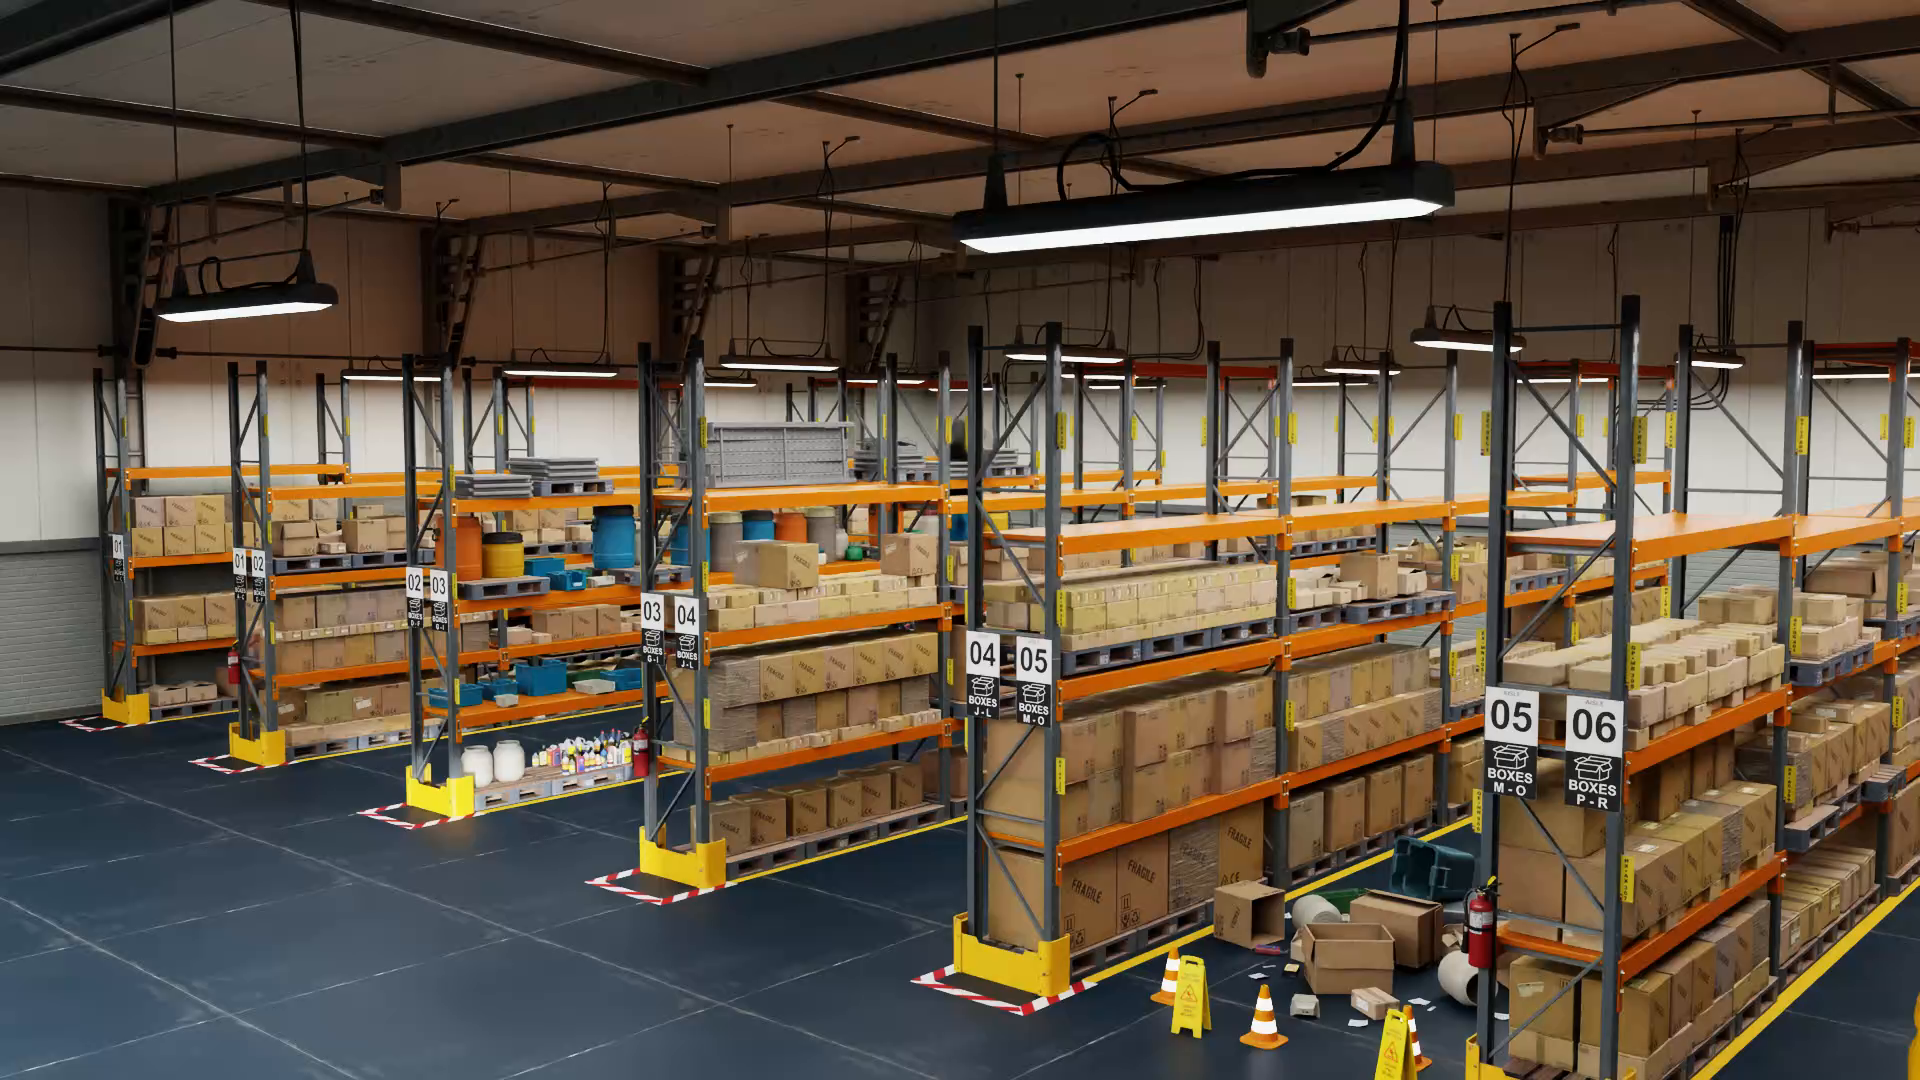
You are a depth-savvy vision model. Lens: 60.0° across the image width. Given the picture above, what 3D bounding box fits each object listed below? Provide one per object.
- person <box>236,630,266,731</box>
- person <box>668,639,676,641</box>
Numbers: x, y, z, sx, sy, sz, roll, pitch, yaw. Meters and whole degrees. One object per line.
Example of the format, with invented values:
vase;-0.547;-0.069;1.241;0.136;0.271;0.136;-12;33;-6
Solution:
person;-11.582;2.299;27.386;0.680;1.701;0.792;-1;4;-10
person;-5.683;1.993;33.330;0.591;1.473;0.868;2;5;21
